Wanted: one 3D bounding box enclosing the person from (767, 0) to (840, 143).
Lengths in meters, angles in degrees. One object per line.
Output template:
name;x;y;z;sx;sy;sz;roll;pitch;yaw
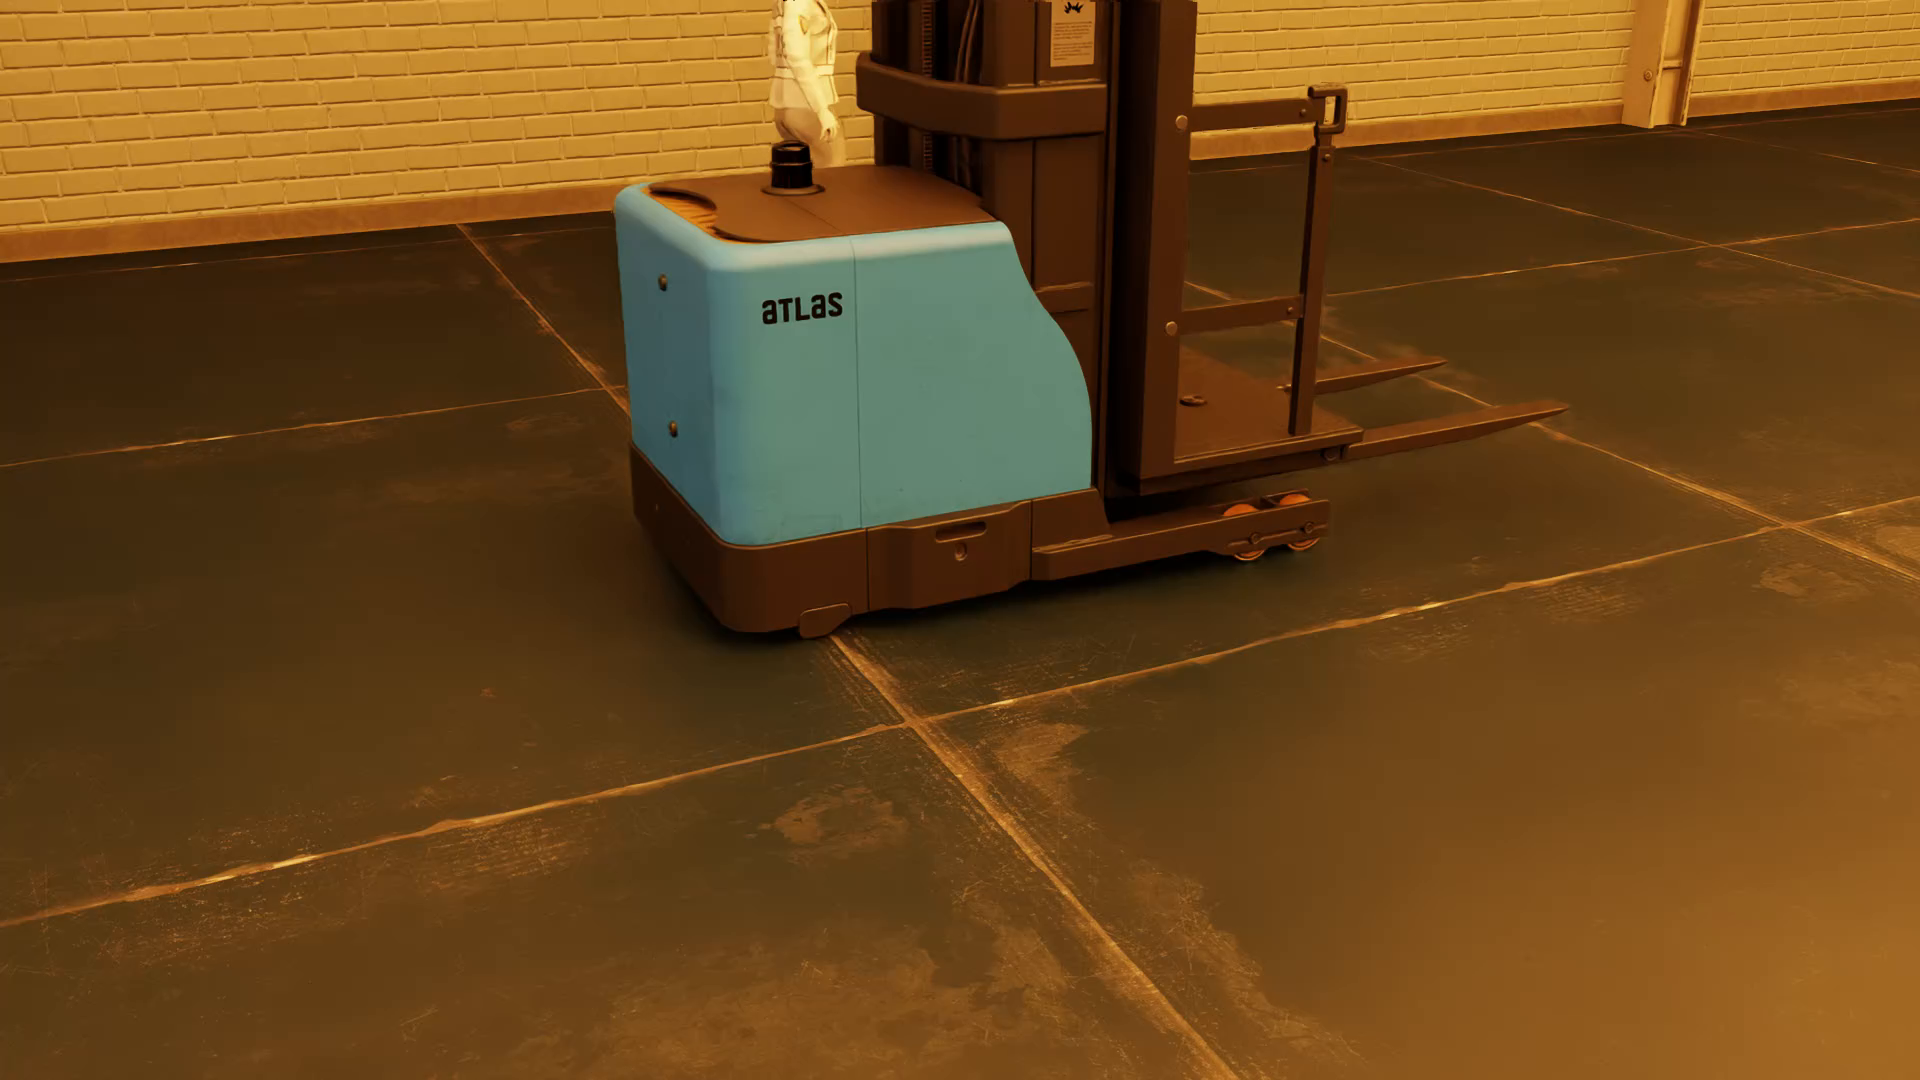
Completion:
person;-0.645;-1.958;7.661;0.451;1.660;0.677;-9;24;-20

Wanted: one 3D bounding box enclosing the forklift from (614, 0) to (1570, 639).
forklift;0.553;-1.463;4.807;3.031;2.935;1.130;-10;25;-23
